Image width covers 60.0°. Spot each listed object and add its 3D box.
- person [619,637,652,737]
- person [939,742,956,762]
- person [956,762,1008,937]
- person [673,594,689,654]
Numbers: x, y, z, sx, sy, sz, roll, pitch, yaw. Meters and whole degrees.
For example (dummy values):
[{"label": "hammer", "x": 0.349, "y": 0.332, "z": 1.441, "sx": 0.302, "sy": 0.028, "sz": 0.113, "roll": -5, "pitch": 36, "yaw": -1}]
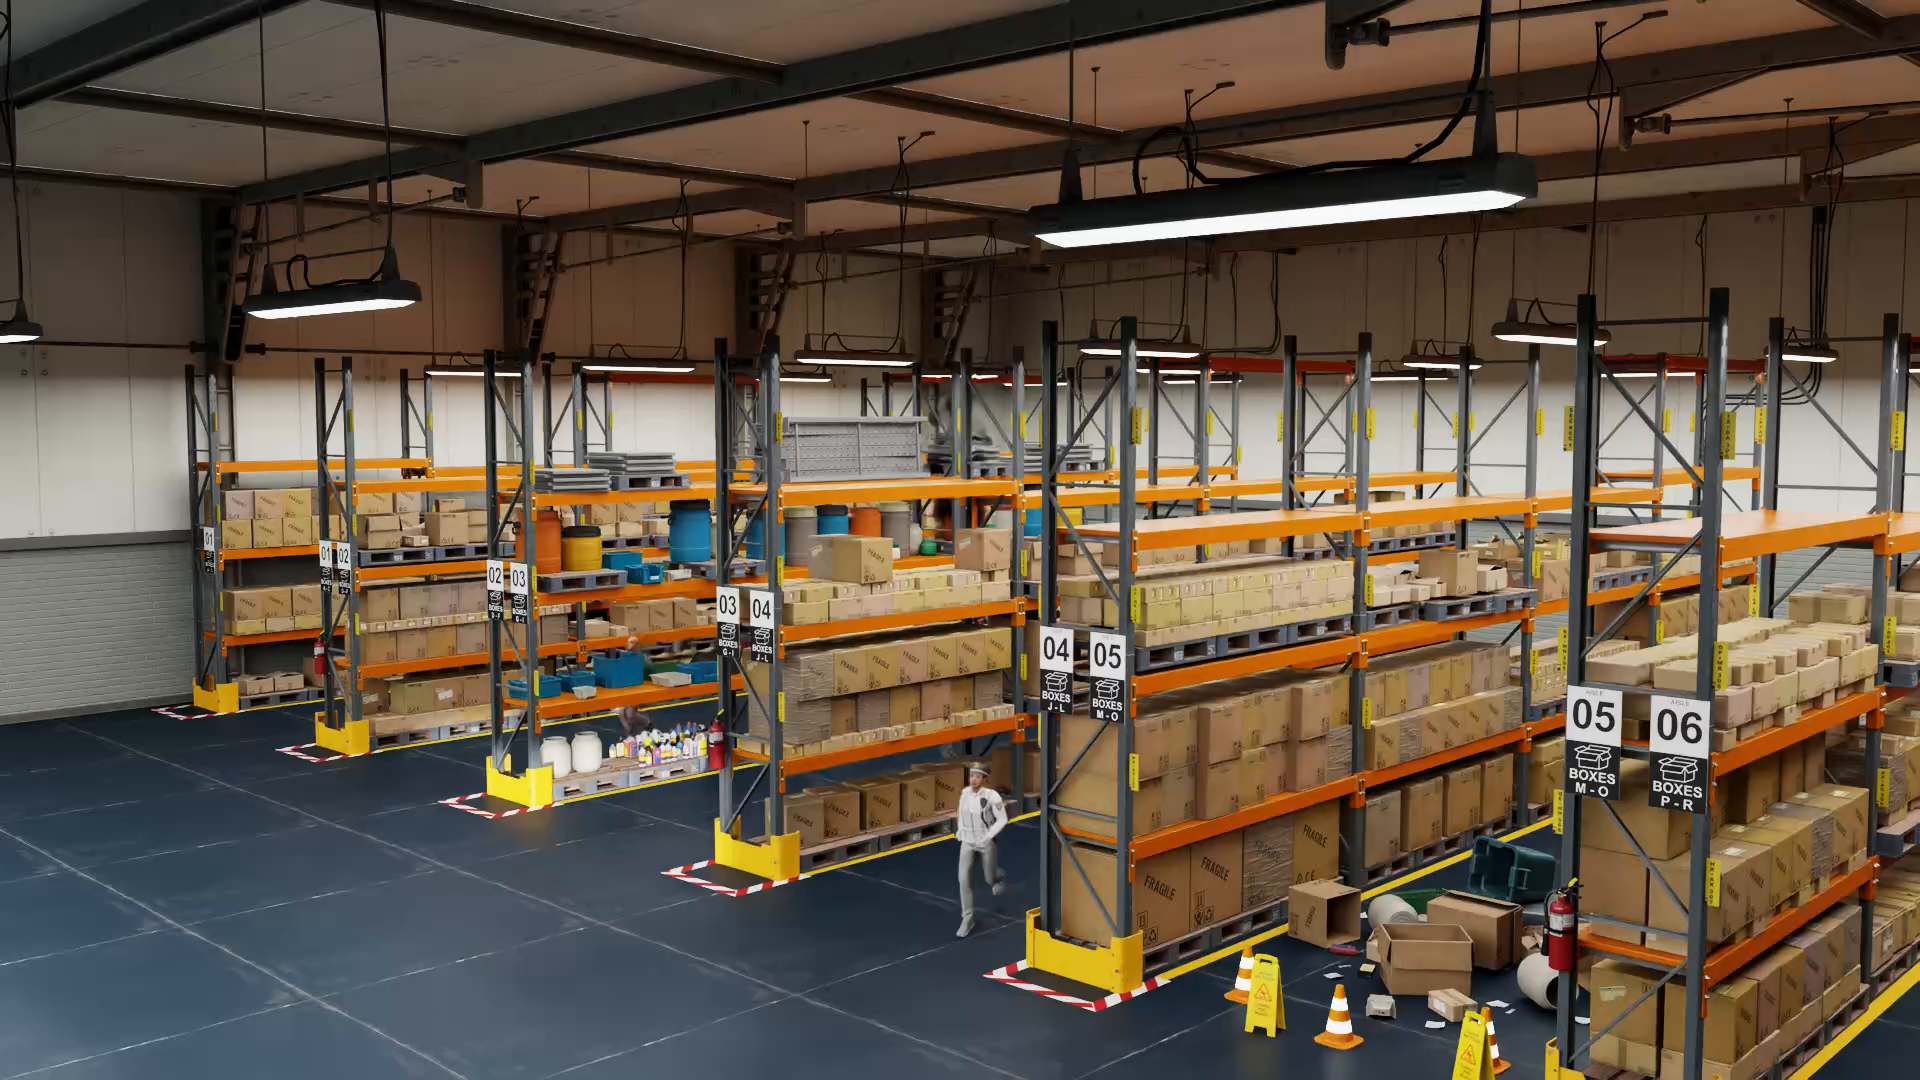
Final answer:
[{"label": "person", "x": -5.120, "y": 2.342, "z": 25.921, "sx": 0.656, "sy": 1.673, "sz": 0.603, "roll": 3, "pitch": 5, "yaw": 31}, {"label": "person", "x": -0.265, "y": 2.448, "z": 23.940, "sx": 0.667, "sy": 1.824, "sz": 0.739, "roll": 4, "pitch": 6, "yaw": 41}, {"label": "person", "x": 0.209, "y": 3.067, "z": 16.815, "sx": 0.591, "sy": 1.690, "sz": 1.026, "roll": 2, "pitch": 5, "yaw": 19}, {"label": "person", "x": -5.433, "y": 1.873, "z": 32.100, "sx": 0.514, "sy": 1.653, "sz": 0.589, "roll": -4, "pitch": 6, "yaw": -43}]
